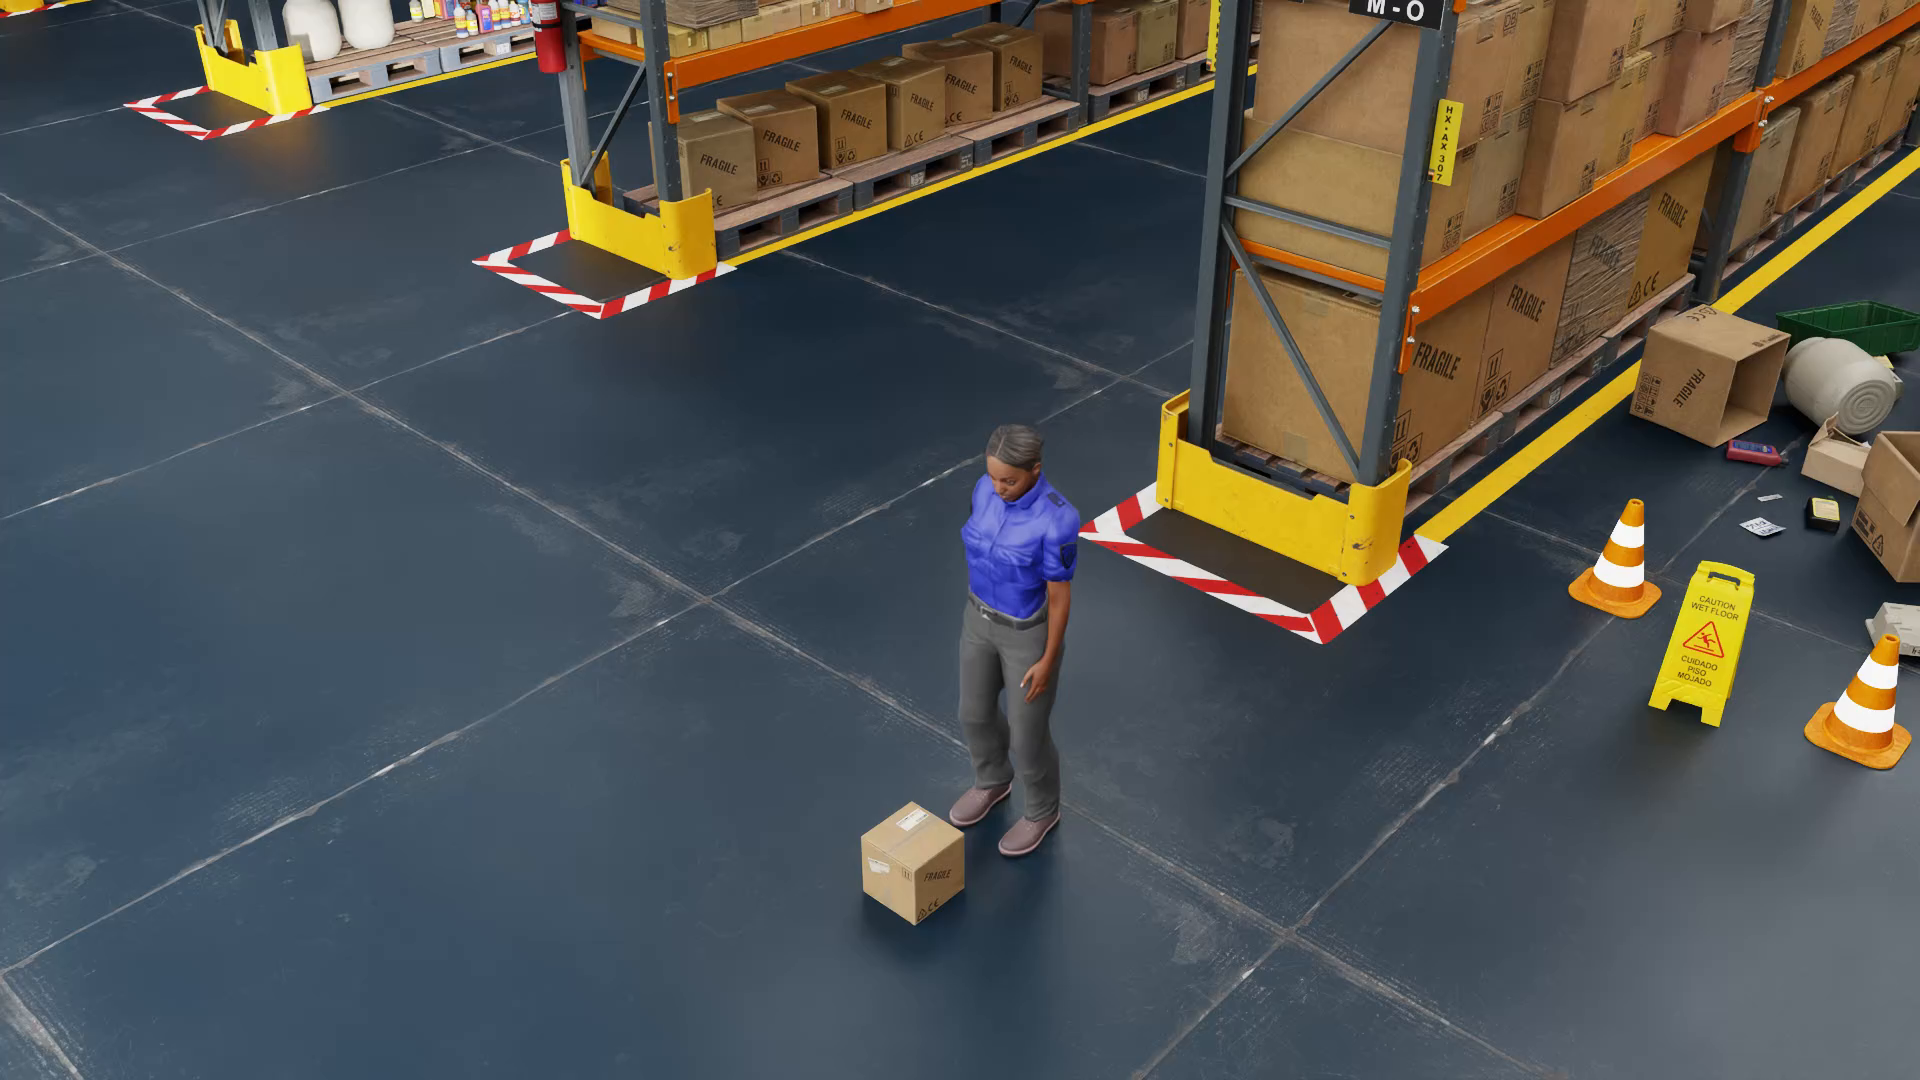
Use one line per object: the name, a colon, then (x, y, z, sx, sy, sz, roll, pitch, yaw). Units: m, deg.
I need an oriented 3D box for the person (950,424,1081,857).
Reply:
person: (0.187, 0.332, 5.617, 0.441, 1.646, 0.309, 26, 40, 36)
